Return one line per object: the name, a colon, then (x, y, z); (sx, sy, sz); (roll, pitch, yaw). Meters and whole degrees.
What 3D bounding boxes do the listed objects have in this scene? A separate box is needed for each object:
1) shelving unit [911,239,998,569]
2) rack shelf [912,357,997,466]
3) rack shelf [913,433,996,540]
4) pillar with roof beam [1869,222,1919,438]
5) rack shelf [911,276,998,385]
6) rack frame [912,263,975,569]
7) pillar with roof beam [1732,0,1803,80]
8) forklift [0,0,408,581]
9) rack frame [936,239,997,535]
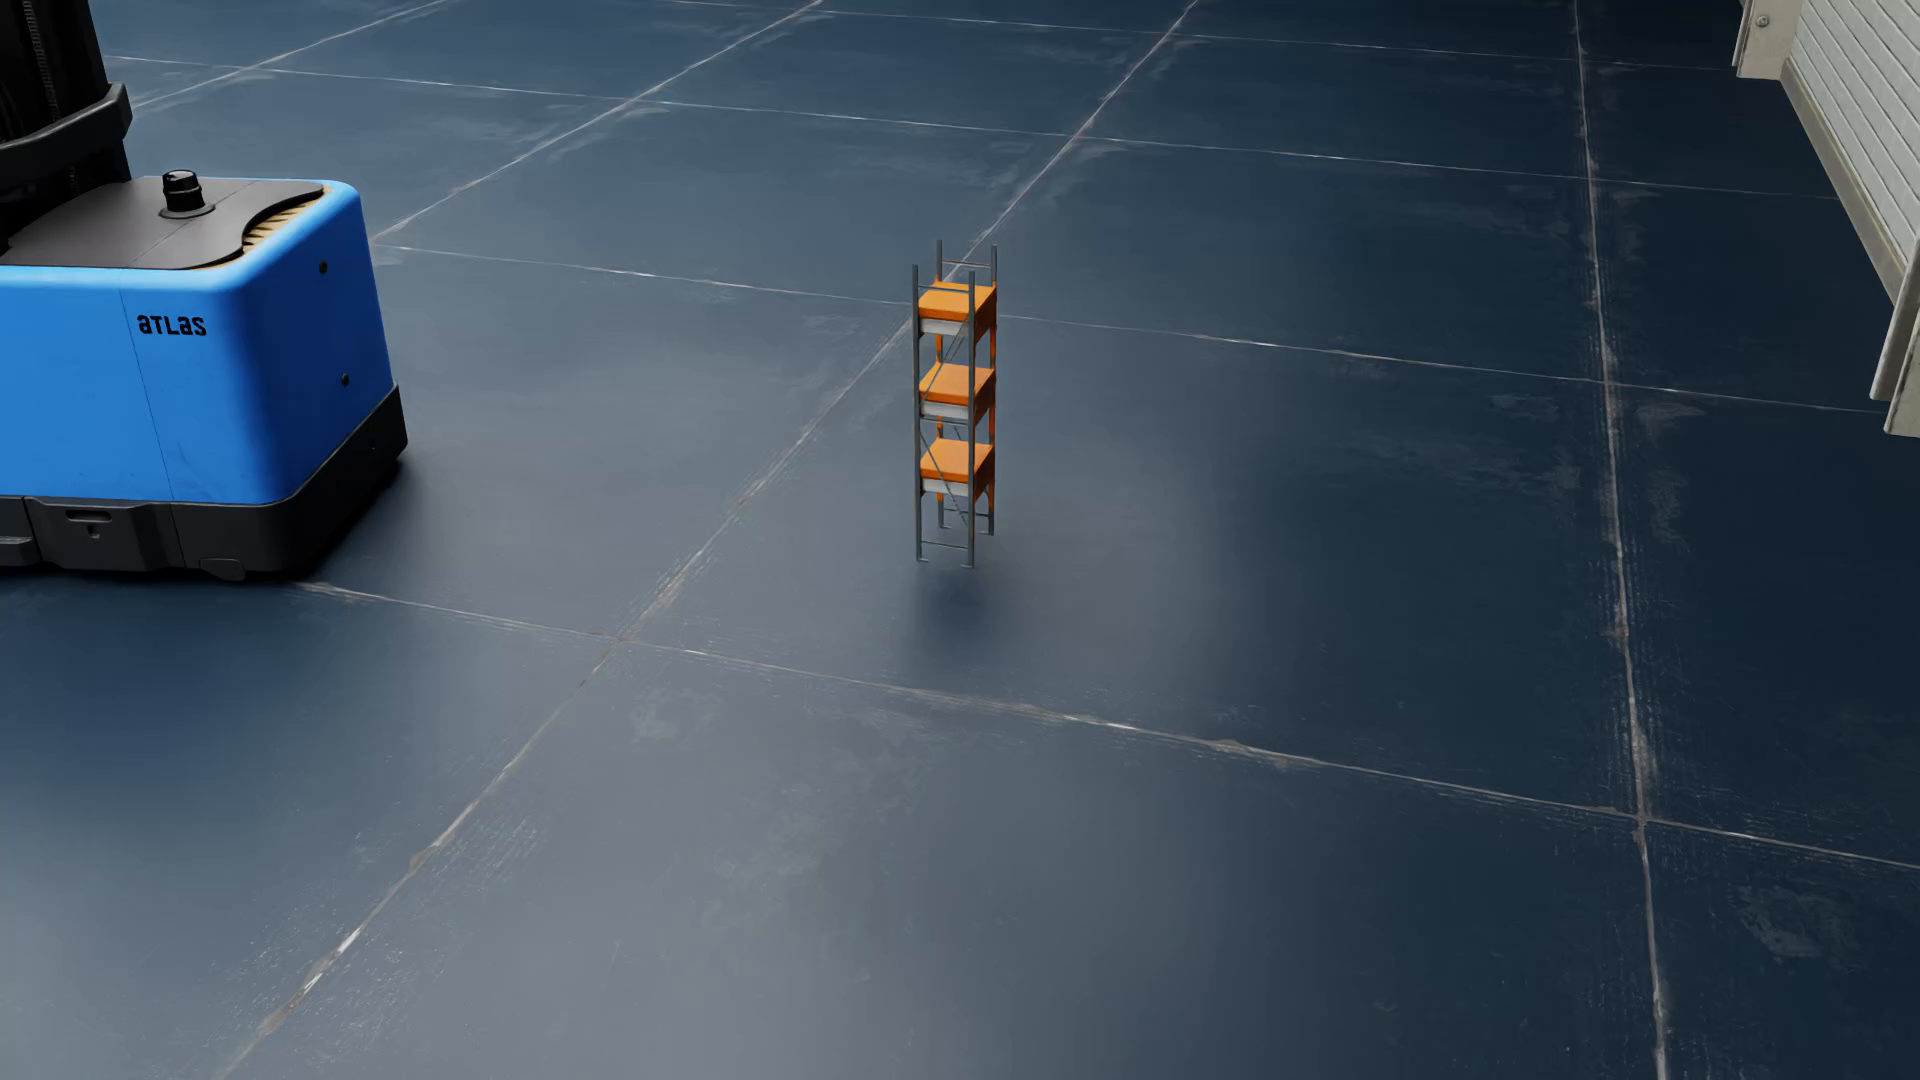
shelving unit: (-0.016, -0.434, 5.450); (0.215, 1.050, 0.252); (8, 30, 15)
rack shelf: (-0.016, -0.425, 5.455); (0.215, 0.259, 0.240); (8, 30, 15)
rack shelf: (-0.016, -0.182, 5.590); (0.215, 0.259, 0.240); (8, 30, 15)
pillar with roof beam: (-0.292, -5.033, 5.540); (9.100, 9.000, 0.400); (8, 30, 15)
rack shelf: (-0.016, -0.673, 5.317); (0.215, 0.259, 0.240); (8, 30, 15)
rack frame: (-0.052, -0.377, 5.348); (0.200, 1.050, 0.008); (8, 30, 15)
pillar with roof beam: (1.469, -7.821, 10.552); (9.100, 9.000, 0.400); (8, 30, 15)
forklift: (-3.618, -1.425, 5.297); (3.031, 2.935, 1.130); (2, 29, 4)
rack frame: (0.020, -0.491, 5.552); (0.200, 1.050, 0.008); (8, 30, 15)
